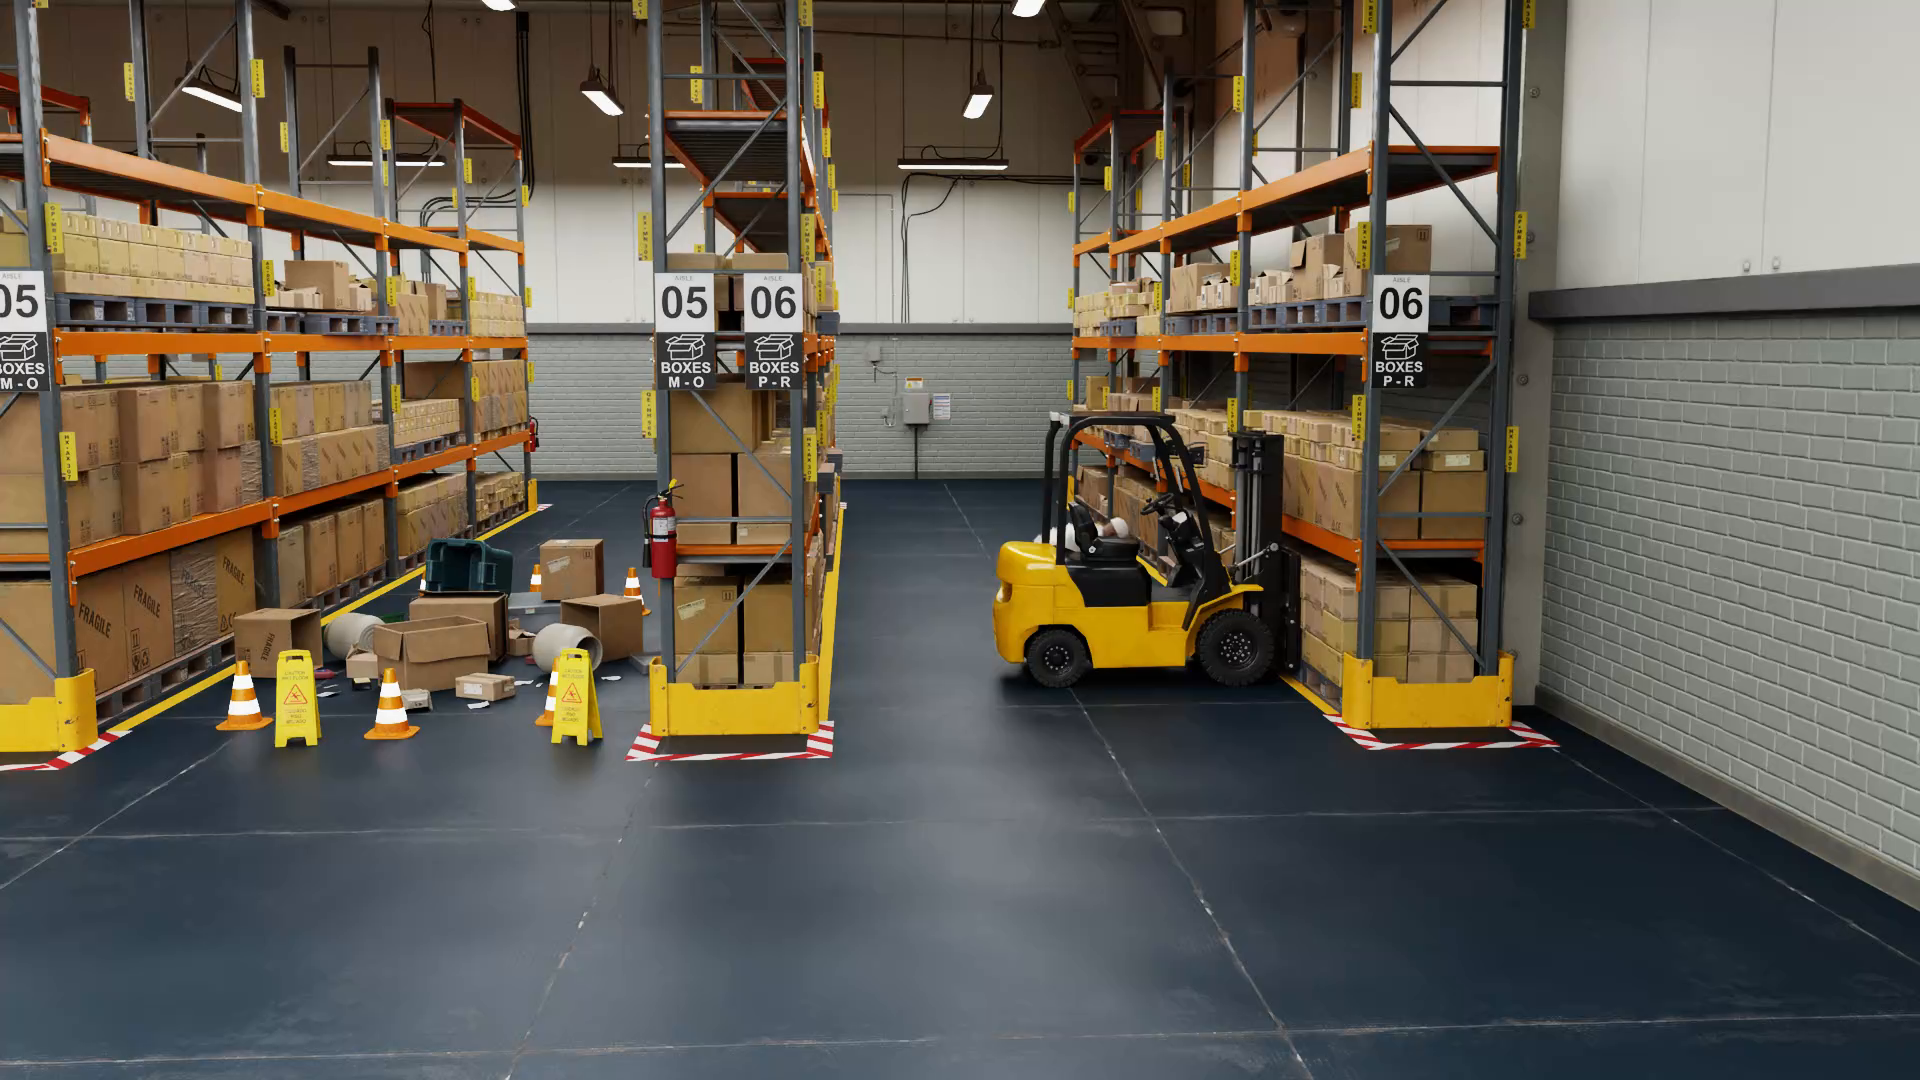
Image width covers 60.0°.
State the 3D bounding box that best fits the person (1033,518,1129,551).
[{"bbox_3d":[1.174,0.298,16.269,0.961,1.026,0.522,-1,7,-6],"label":"person"}]
